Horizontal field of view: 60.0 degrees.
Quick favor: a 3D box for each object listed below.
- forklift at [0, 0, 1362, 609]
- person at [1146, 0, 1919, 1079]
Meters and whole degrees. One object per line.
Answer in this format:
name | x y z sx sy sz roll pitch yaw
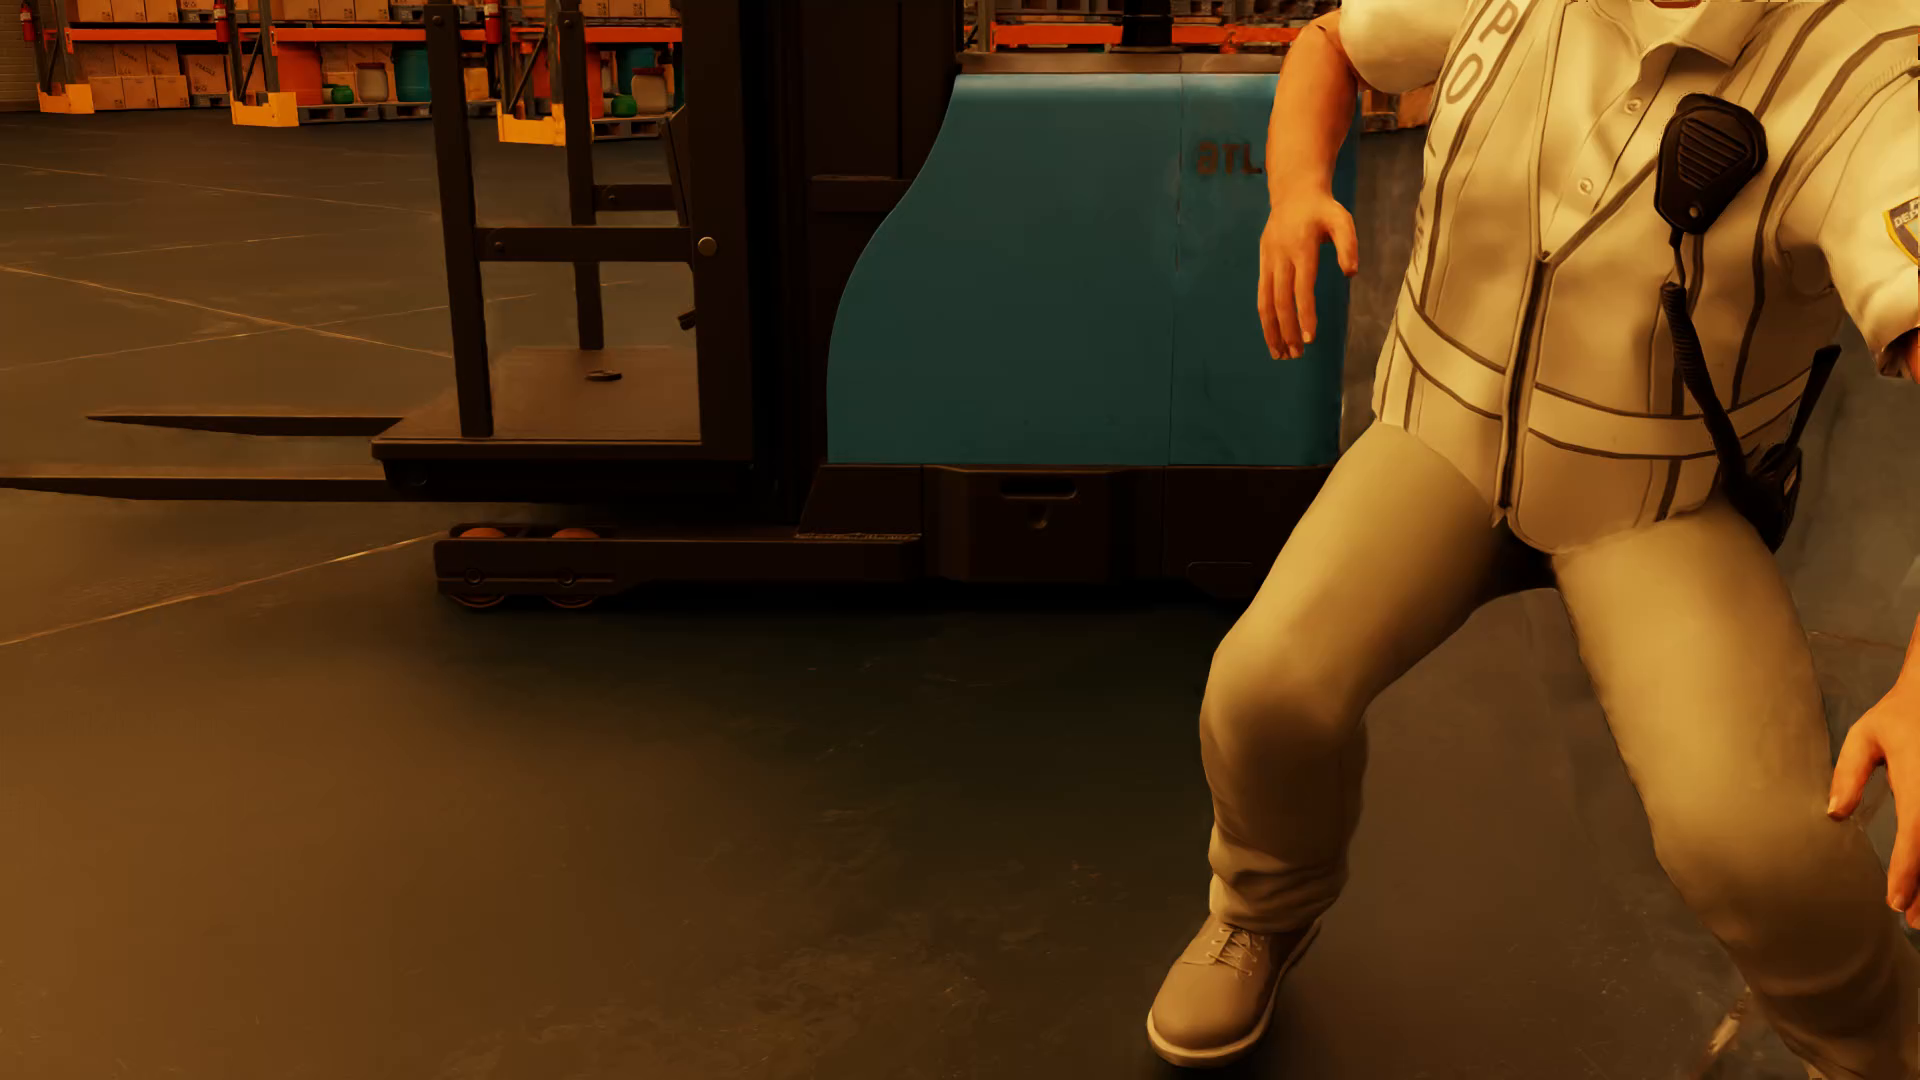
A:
forklift | -0.709 -1.412 3.547 3.031 2.935 1.130 0 17 1
person | 0.603 -0.029 1.572 0.840 1.547 0.878 11 20 33
